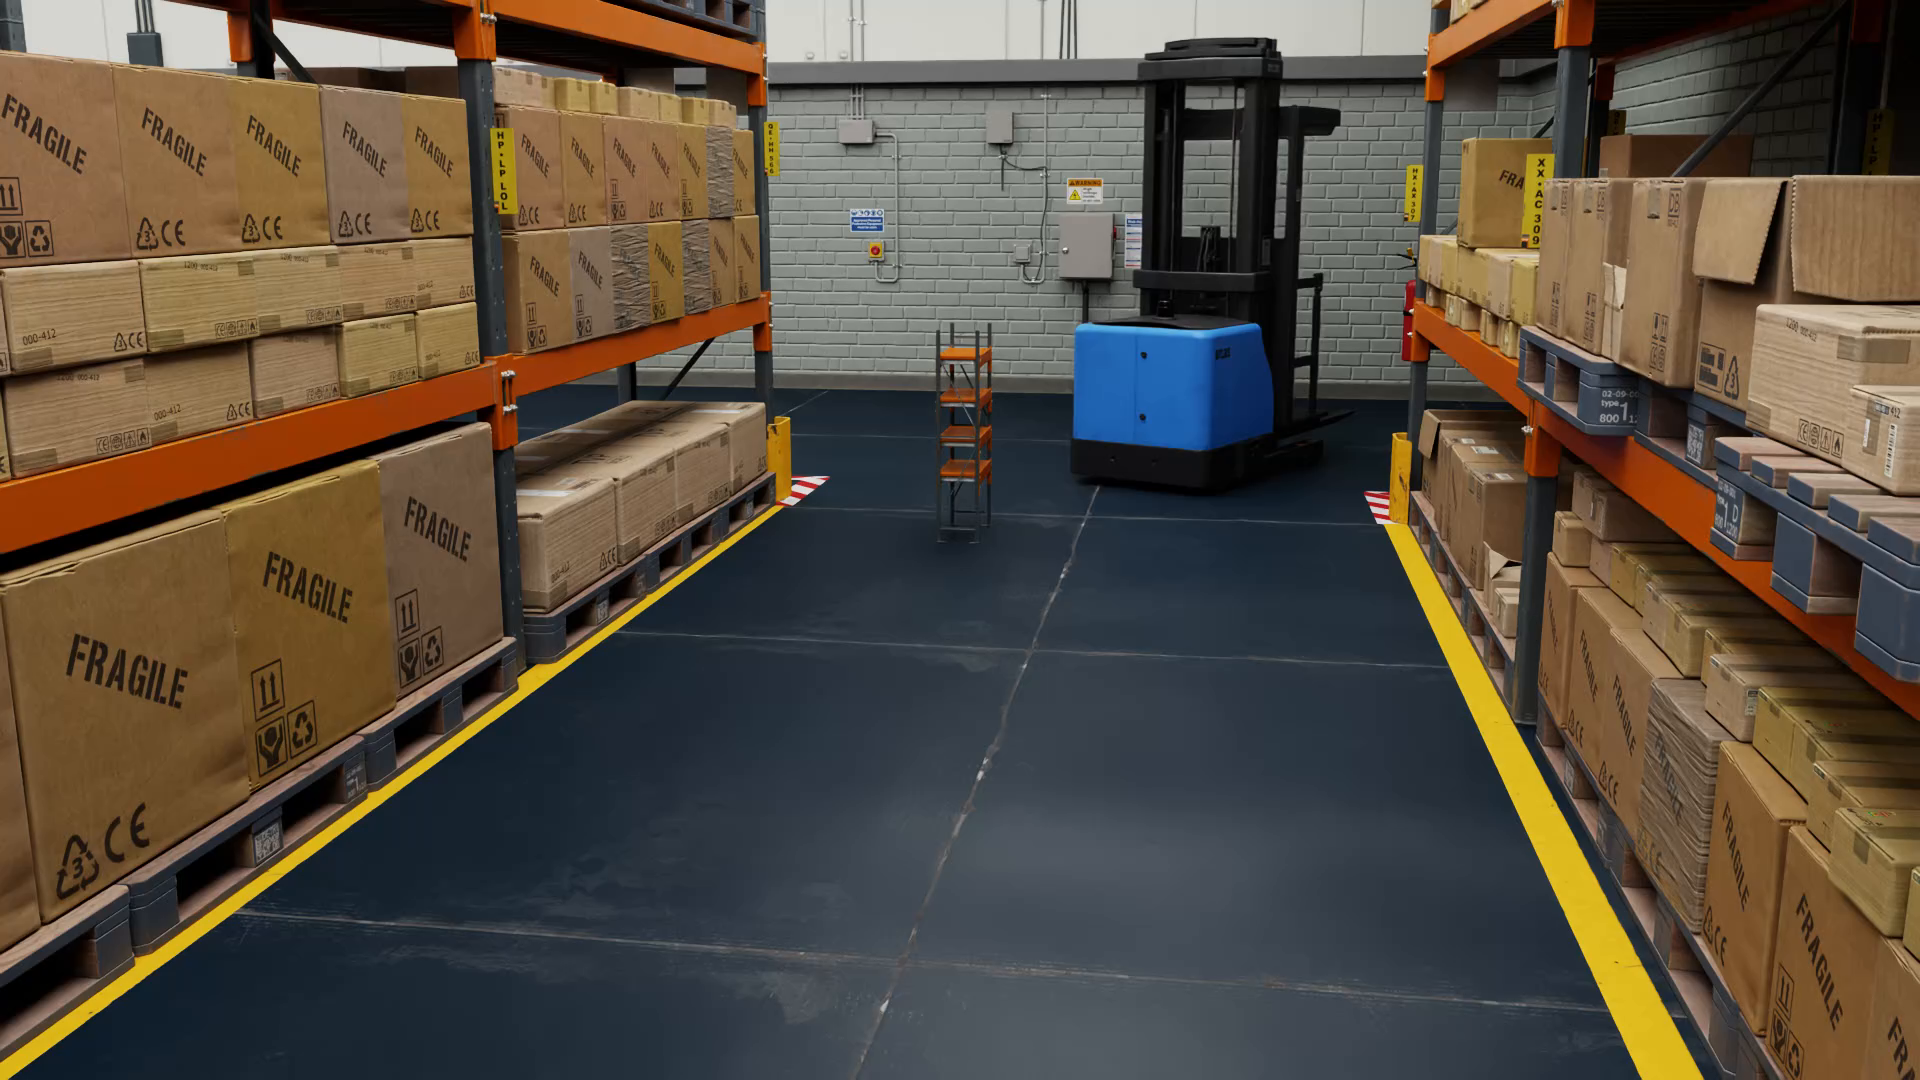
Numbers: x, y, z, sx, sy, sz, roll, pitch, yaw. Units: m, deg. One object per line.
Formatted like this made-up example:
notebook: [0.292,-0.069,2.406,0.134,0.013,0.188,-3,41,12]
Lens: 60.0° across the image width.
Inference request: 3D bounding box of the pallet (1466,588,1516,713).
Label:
pallet: [2.696,0.457,6.871,1.003,0.211,1.213,2,12,9]

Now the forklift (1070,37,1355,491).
forklift: [1.998,-2.016,11.891,1.130,2.935,3.031,8,15,34]

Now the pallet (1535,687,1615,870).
pallet: [2.502,0.771,5.417,1.003,0.211,1.213,2,12,9]

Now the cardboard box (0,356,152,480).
cardboard box: [-2.459,-0.327,4.248,0.500,0.250,0.500,2,12,11]

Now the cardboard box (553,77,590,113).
cardboard box: [-1.890,-1.993,7.473,0.380,0.149,0.250,2,12,8]

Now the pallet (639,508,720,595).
pallet: [-1.936,0.030,8.855,1.003,0.211,1.213,2,12,9]

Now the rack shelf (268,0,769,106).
rack shelf: [-2.008,-2.454,8.348,1.077,0.370,4.000,2,12,9]

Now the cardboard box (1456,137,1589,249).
cardboard box: [2.639,-1.636,7.837,0.500,0.500,0.500,2,12,10]

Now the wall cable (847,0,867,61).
wall cable: [-1.104,-5.882,15.425,0.463,3.000,0.029,2,12,9]

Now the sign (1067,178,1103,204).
sign: [1.174,-3.281,15.635,0.339,0.242,0.001,2,12,9]

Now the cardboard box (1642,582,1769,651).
cardboard box: [2.173,0.225,4.727,0.380,0.149,0.250,2,12,9]

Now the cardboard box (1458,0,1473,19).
cardboard box: [2.682,-2.669,8.234,0.380,0.149,0.250,2,12,8]

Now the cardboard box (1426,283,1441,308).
cardboard box: [2.883,-1.413,9.528,0.380,0.149,0.250,2,12,8]

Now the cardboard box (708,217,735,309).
cardboard box: [-1.605,-1.592,9.522,0.500,0.500,0.500,2,12,7]

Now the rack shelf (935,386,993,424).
rack shelf: [0.025,-0.774,9.494,0.258,0.148,0.480,2,12,9]

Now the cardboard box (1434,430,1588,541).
cardboard box: [2.847,-0.278,8.601,0.700,0.500,0.500,2,12,11]

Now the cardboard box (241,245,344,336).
cardboard box: [-2.286,-0.782,5.172,0.500,0.250,0.500,2,12,10]

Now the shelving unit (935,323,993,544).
shelving unit: [0.025,-0.621,9.527,0.258,1.200,0.503,2,12,9]

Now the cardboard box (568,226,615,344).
cardboard box: [-1.903,-1.166,7.546,0.500,0.500,0.500,2,12,9]

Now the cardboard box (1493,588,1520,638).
cardboard box: [2.385,0.300,6.753,0.380,0.149,0.250,2,12,7]

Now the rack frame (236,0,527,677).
rack frame: [-2.315,-0.923,6.657,1.000,3.000,0.127,2,12,9]

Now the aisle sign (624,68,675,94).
aisle sign: [-1.976,-3.051,10.360,0.394,0.787,0.004,2,12,9]

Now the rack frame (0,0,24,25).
rack frame: [-6.607,-4.828,10.535,1.000,3.000,0.127,2,12,9]

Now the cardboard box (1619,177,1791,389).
cardboard box: [2.094,-0.653,4.167,0.700,0.500,0.500,2,12,8]

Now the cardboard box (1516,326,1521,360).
cardboard box: [2.408,-0.770,6.541,0.380,0.149,0.250,2,12,10]

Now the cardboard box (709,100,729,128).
cardboard box: [-1.529,-2.419,9.449,0.380,0.149,0.250,2,12,8]

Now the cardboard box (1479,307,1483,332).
cardboard box: [2.644,-1.035,7.774,0.380,0.149,0.250,2,12,9]

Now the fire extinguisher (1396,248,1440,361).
fire extinguisher: [2.771,-1.421,10.037,0.296,0.674,0.183,2,12,9]

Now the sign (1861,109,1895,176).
sign: [3.139,-1.312,5.712,0.100,0.325,0.005,2,12,9]

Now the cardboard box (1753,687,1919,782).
cardboard box: [2.019,0.442,3.722,0.380,0.149,0.250,2,12,8]

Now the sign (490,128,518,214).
sign: [-1.778,-1.435,6.471,0.100,0.325,0.005,2,12,9]

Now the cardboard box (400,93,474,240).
cardboard box: [-2.136,-1.360,6.072,0.500,0.500,0.500,2,12,10]

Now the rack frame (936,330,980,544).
rack frame: [-0.012,-0.570,9.291,0.240,1.200,0.015,2,12,9]

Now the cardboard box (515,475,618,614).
cardboard box: [-2.113,-0.003,7.473,0.875,0.438,0.875,2,12,8]

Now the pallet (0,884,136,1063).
pallet: [-2.735,1.111,3.837,1.003,0.211,1.213,2,12,9]

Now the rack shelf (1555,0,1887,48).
rack shelf: [2.282,-1.461,3.742,1.077,0.370,4.000,2,12,9]

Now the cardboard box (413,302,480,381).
cardboard box: [-2.135,-0.748,6.201,0.500,0.250,0.500,2,12,7]

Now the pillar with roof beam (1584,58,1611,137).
pillar with roof beam: [0.256,-5.200,12.262,9.100,9.000,0.400,2,12,9]

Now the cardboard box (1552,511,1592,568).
cardboard box: [2.272,0.003,5.758,0.380,0.149,0.250,2,12,11]

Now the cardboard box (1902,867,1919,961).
cardboard box: [1.800,0.658,2.716,0.380,0.149,0.250,1,12,6]

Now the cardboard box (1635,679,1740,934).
cardboard box: [2.054,0.670,4.203,0.500,0.500,0.500,1,12,7]

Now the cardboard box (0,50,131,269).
cardboard box: [-2.452,-0.934,4.095,0.500,0.500,0.500,2,12,10]

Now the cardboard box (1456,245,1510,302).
cardboard box: [2.659,-1.264,7.890,0.500,0.250,0.500,2,12,7]

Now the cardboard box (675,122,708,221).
cardboard box: [-1.670,-1.973,8.917,0.500,0.500,0.500,2,12,8]

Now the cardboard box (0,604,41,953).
cardboard box: [-2.742,0.602,3.627,0.875,0.875,0.875,2,12,8]

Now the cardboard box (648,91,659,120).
cardboard box: [-1.759,-2.208,8.468,0.380,0.149,0.250,2,12,10]

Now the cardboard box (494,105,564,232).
cardboard box: [-2.003,-1.552,6.965,0.500,0.500,0.500,2,12,9]
